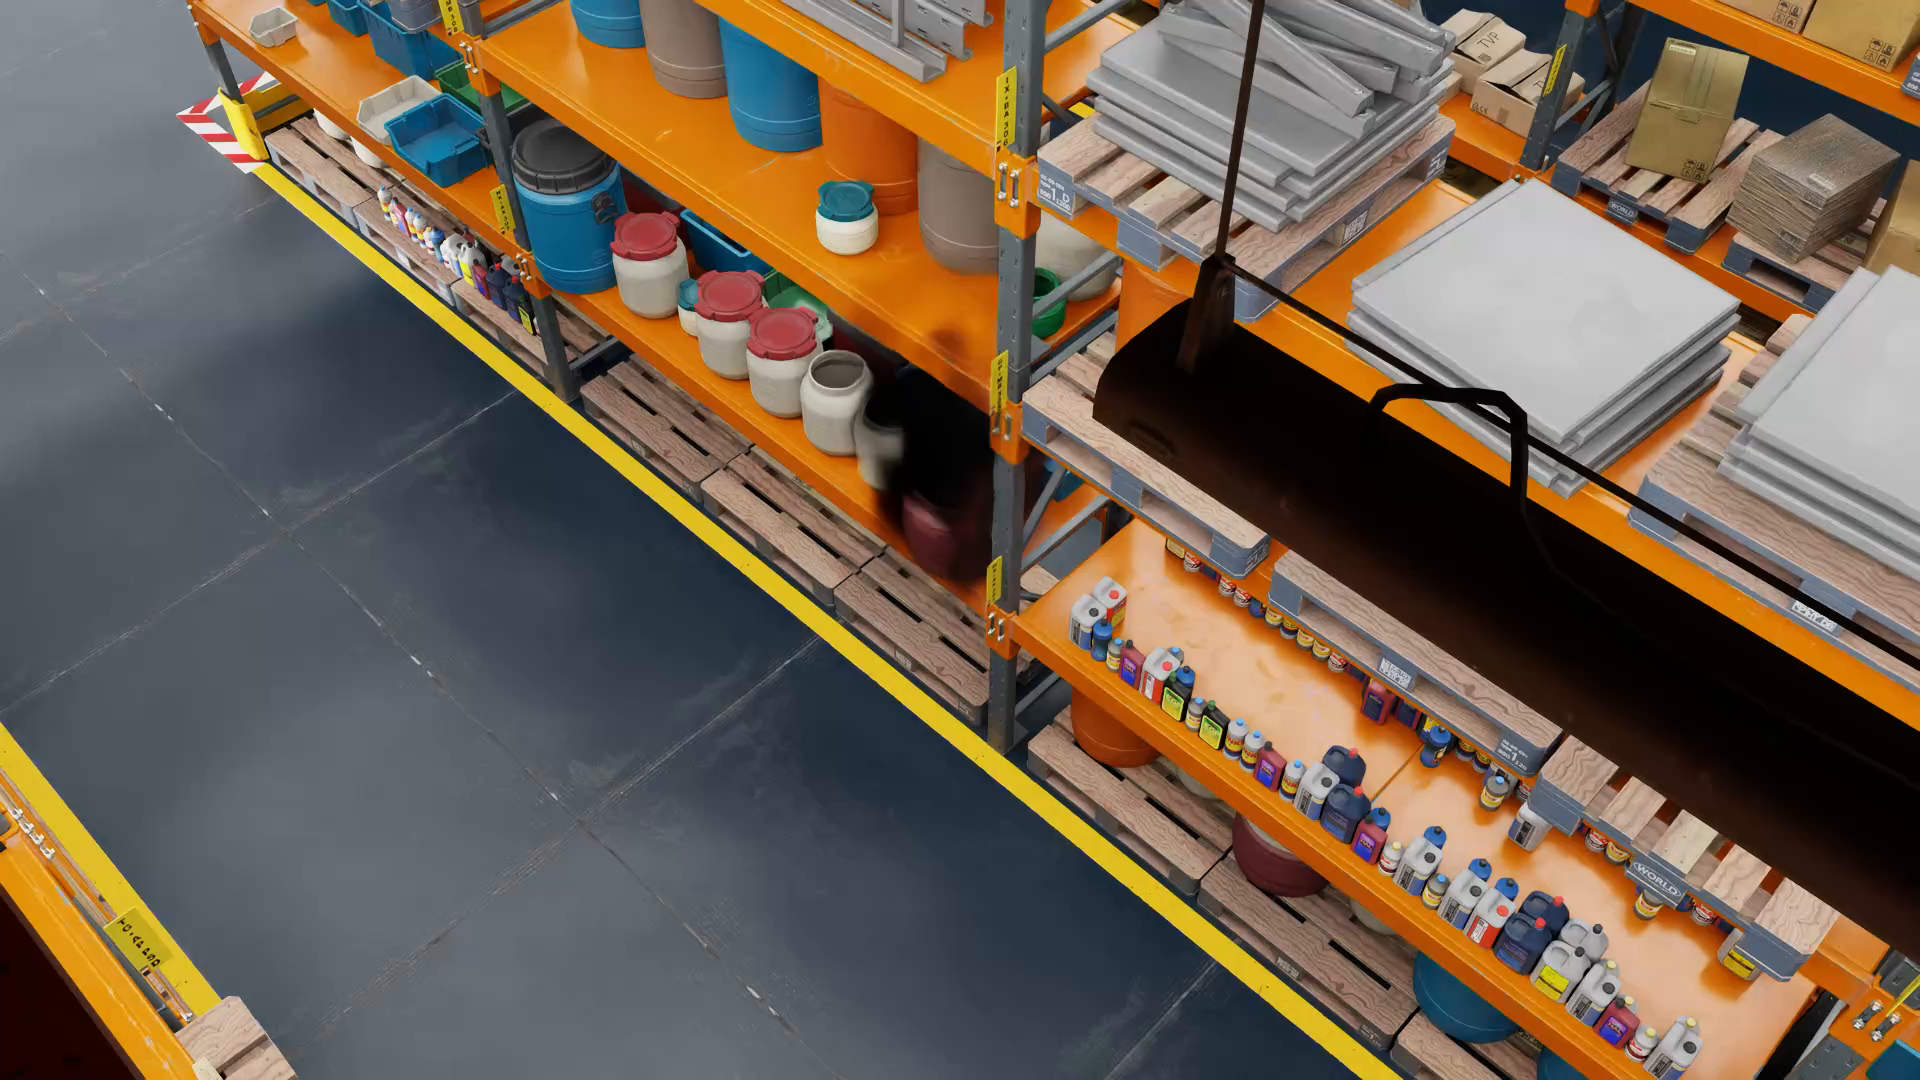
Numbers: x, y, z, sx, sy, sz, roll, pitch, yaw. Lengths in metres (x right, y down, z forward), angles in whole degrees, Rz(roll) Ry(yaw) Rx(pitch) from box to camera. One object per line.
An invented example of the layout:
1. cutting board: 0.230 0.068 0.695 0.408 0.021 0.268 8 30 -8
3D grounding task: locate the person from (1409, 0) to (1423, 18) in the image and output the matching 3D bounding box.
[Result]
1. person: 3.560 -4.774 13.223 0.804 1.846 0.670 32 57 24
